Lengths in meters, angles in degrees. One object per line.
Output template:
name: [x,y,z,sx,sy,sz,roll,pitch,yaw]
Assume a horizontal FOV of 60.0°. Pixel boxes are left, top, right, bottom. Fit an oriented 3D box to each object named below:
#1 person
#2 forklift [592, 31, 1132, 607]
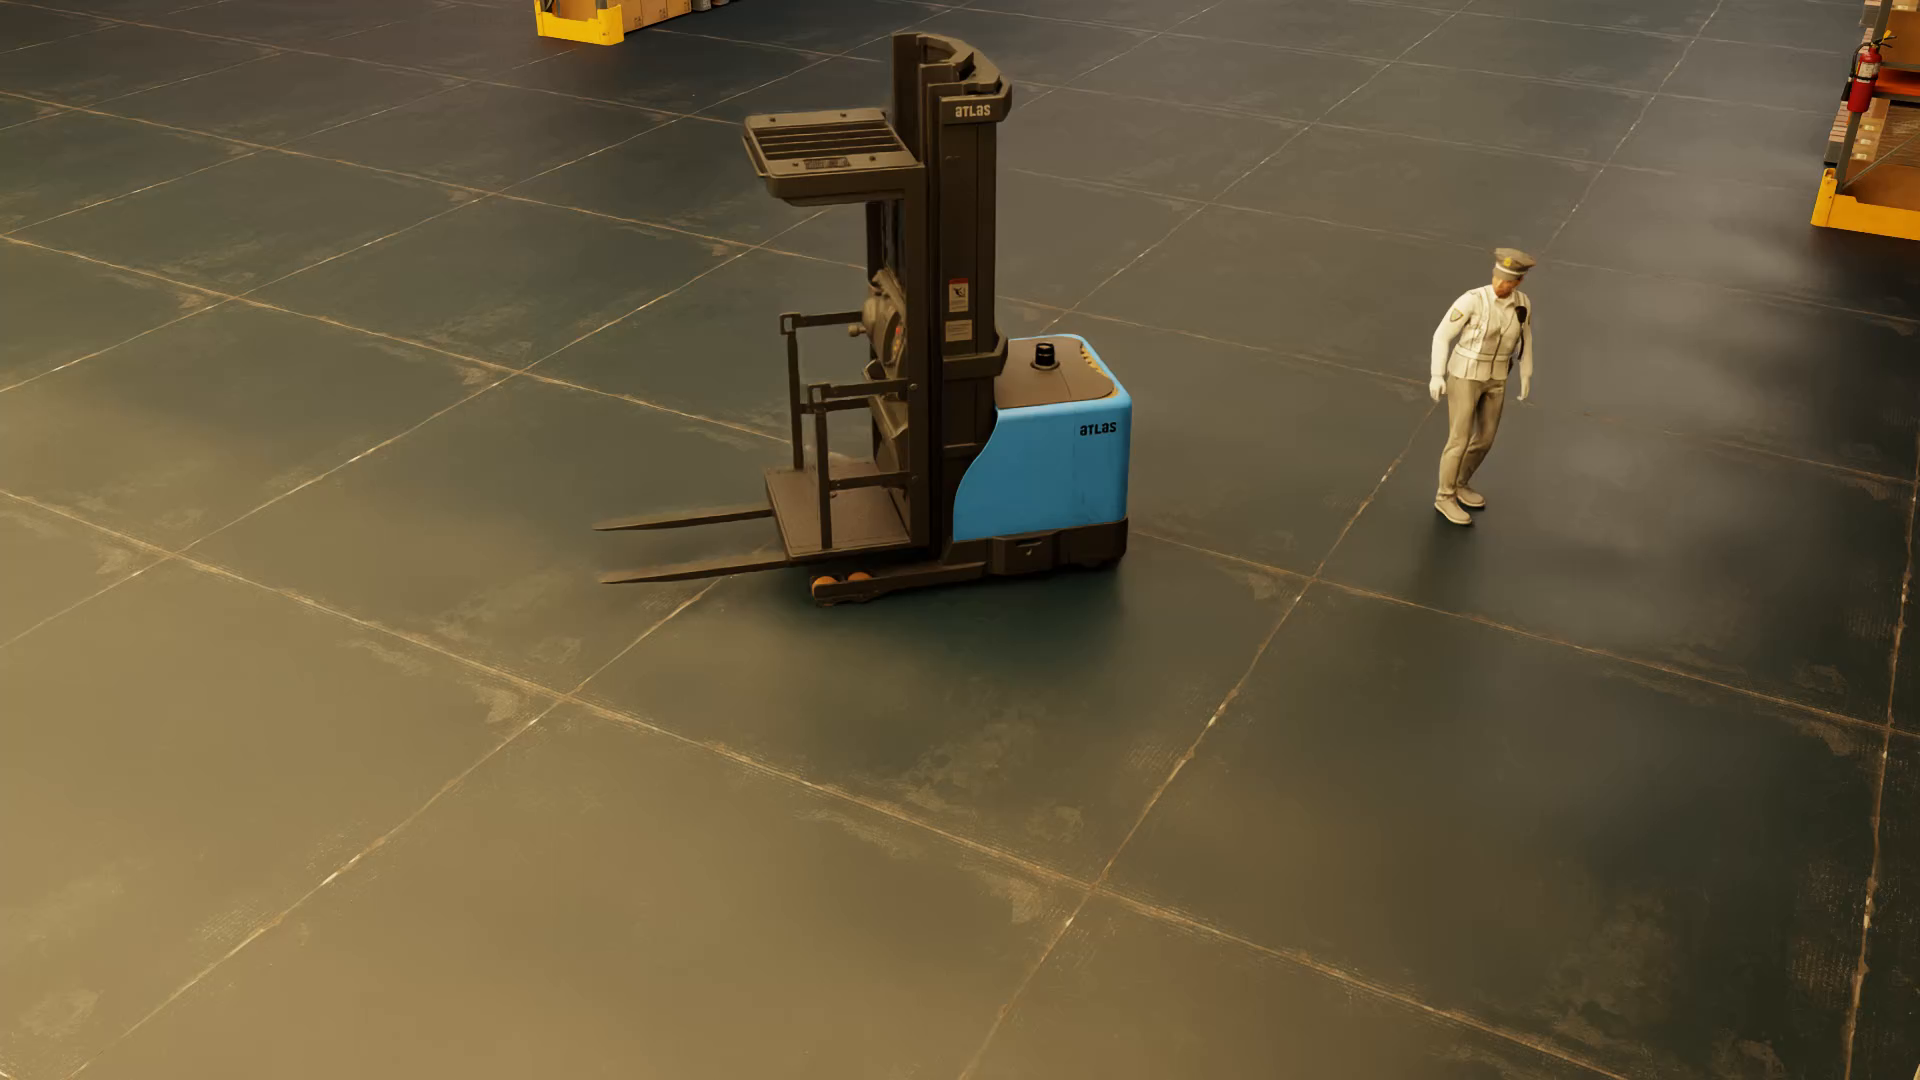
person: [3.148,-0.928,9.955,0.677,1.660,0.451,-9,31,-16]
forklift: [-0.600,-1.186,9.126,3.031,2.935,1.130,-7,31,-12]
